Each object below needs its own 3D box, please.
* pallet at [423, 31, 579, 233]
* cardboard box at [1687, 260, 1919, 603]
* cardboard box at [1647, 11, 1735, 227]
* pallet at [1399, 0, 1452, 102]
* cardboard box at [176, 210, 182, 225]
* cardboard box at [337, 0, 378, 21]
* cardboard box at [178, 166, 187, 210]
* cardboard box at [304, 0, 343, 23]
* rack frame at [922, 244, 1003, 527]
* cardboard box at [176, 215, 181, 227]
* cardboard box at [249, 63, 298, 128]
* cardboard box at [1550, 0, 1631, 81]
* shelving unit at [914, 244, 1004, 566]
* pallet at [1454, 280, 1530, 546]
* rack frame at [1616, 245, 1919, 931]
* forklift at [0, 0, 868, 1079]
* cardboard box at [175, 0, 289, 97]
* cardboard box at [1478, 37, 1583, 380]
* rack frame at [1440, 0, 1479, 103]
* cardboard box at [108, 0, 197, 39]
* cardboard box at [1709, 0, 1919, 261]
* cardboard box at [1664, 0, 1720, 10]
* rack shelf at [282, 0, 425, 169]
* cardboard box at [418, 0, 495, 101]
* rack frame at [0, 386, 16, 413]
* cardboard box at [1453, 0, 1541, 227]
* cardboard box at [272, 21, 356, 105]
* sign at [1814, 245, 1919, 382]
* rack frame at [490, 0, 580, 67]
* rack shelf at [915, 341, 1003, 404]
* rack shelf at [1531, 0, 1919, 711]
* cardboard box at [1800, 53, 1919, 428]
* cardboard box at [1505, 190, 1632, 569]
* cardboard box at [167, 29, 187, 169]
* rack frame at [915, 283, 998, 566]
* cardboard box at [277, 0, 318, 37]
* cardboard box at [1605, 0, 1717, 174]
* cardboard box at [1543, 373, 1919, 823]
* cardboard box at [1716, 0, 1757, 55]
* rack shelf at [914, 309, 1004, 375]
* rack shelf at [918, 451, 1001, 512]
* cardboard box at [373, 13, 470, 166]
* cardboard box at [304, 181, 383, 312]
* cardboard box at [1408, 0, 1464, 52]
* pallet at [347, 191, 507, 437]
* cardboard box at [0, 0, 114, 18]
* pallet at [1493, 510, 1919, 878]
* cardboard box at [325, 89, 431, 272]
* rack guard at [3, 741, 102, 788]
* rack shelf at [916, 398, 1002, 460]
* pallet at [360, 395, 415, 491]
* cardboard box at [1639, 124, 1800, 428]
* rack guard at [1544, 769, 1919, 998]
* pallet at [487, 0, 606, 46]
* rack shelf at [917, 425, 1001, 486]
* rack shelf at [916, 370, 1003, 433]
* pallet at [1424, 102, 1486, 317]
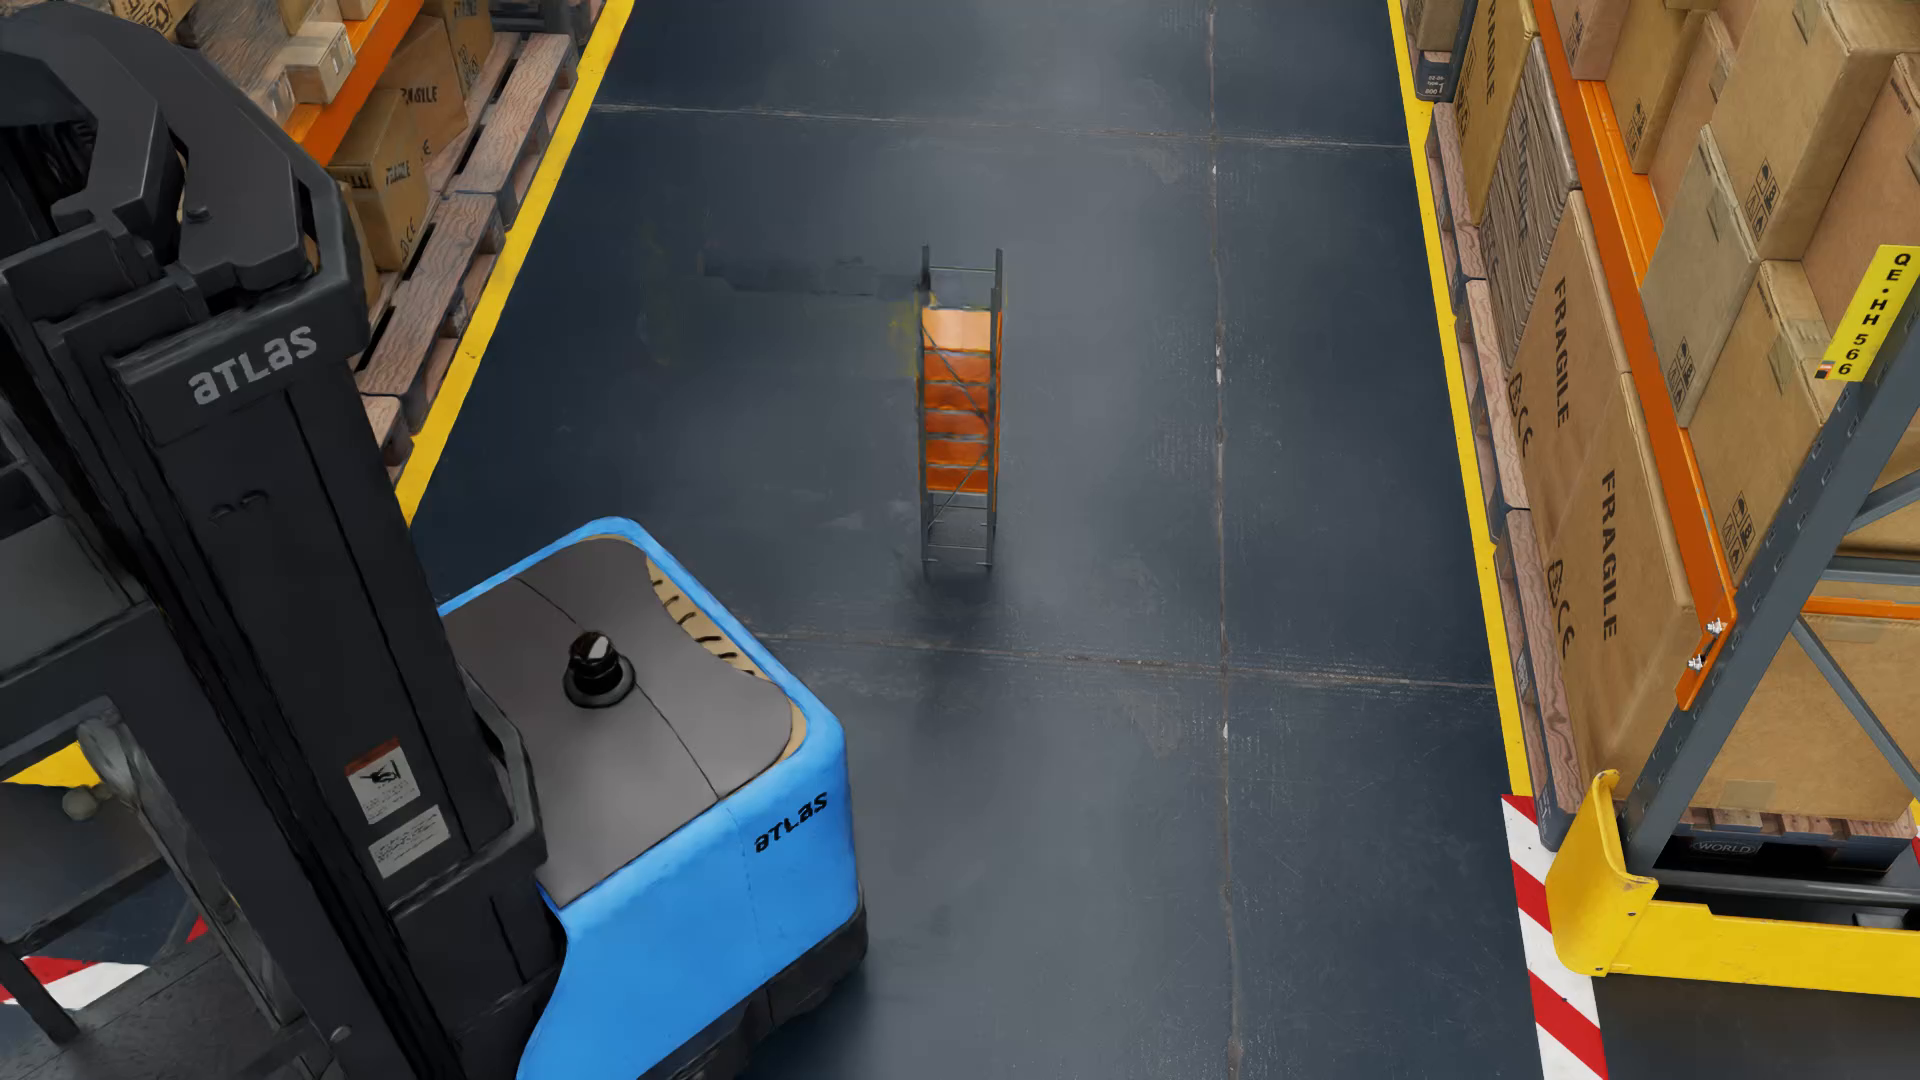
[{"bbox_3d":[-2.317,-1.819,7.271,1.003,0.211,1.213,4,48,4],"label":"pallet"},{"bbox_3d":[2.263,-0.235,3.831,0.875,0.550,0.550,4,48,4],"label":"cardboard box"},{"bbox_3d":[2.468,-1.044,4.570,0.875,0.550,0.550,4,48,4],"label":"cardboard box"},{"bbox_3d":[2.634,-2.479,7.875,1.003,0.211,1.213,4,48,4],"label":"pallet"},{"bbox_3d":[-2.313,-0.791,4.611,0.380,0.149,0.250,4,48,4],"label":"cardboard box"},{"bbox_3d":[-2.169,-1.892,5.618,0.380,0.149,0.250,4,48,4],"label":"cardboard box"},{"bbox_3d":[-2.311,-0.976,4.780,0.380,0.149,0.250,4,48,4],"label":"cardboard box"},{"bbox_3d":[-2.268,-1.714,5.455,0.380,0.149,0.250,4,48,4],"label":"cardboard box"},{"bbox_3d":[0.007,-0.462,5.359,0.240,1.200,0.006,4,48,4],"label":"rack frame"},{"bbox_3d":[-2.578,-0.853,4.228,0.875,0.500,0.500,4,48,4],"label":"cardboard box"},{"bbox_3d":[-2.285,-1.344,5.117,0.380,0.149,0.250,4,48,4],"label":"cardboard box"},{"bbox_3d":[2.423,-1.832,5.292,0.875,0.550,0.550,4,48,4],"label":"cardboard box"},{"bbox_3d":[-0.001,-0.394,5.298,0.258,1.200,0.189,4,48,4],"label":"shelving unit"},{"bbox_3d":[2.383,-0.455,6.023,1.003,0.211,1.213,4,48,4],"label":"pallet"},{"bbox_3d":[2.274,0.091,3.634,1.000,3.000,0.127,4,48,4],"label":"rack frame"},{"bbox_3d":[-1.698,0.631,3.186,3.031,2.935,1.130,-33,55,-26],"label":"forklift"},{"bbox_3d":[-2.564,-1.593,4.905,0.875,0.500,0.500,4,48,4],"label":"cardboard box"},{"bbox_3d":[2.434,-1.153,5.927,0.875,0.875,0.875,4,48,4],"label":"cardboard box"},{"bbox_3d":[2.639,-2.848,6.322,1.000,3.000,0.127,4,48,4],"label":"rack frame"},{"bbox_3d":[-2.282,-1.541,4.180,0.500,0.500,0.500,4,48,4],"label":"cardboard box"},{"bbox_3d":[2.305,-1.005,3.803,0.875,0.550,0.550,4,48,4],"label":"cardboard box"},{"bbox_3d":[2.410,-1.805,4.535,0.875,0.550,0.500,4,48,4],"label":"cardboard box"},{"bbox_3d":[-2.474,-1.544,5.617,1.077,0.370,4.000,4,48,4],"label":"rack shelf"},{"bbox_3d":[-2.368,-2.263,7.196,0.500,0.500,0.500,3,48,2],"label":"cardboard box"},{"bbox_3d":[-2.656,-0.317,4.007,1.000,3.000,0.127,4,48,4],"label":"rack frame"},{"bbox_3d":[2.512,-1.816,6.533,0.875,0.875,0.875,5,48,4],"label":"cardboard box"},{"bbox_3d":[-2.159,-1.521,5.279,0.380,0.149,0.250,4,48,4],"label":"cardboard box"},{"bbox_3d":[1.735,-0.426,3.162,0.100,0.325,0.005,4,48,4],"label":"sign"},{"bbox_3d":[-2.291,-3.256,6.695,1.000,3.000,0.127,4,48,4],"label":"rack frame"},{"bbox_3d":[-0.001,-0.526,5.153,0.258,0.103,0.180,4,48,4],"label":"rack shelf"},{"bbox_3d":[2.457,-1.136,5.244,1.077,0.370,4.000,4,48,4],"label":"rack shelf"},{"bbox_3d":[2.347,-0.594,3.427,0.875,0.550,0.550,4,48,4],"label":"cardboard box"},{"bbox_3d":[2.348,-0.483,5.314,0.875,0.875,0.875,3,48,3],"label":"cardboard box"},{"bbox_3d":[-2.652,-1.229,4.572,0.875,0.500,0.500,4,48,4],"label":"cardboard box"},{"bbox_3d":[-0.010,-0.327,5.236,0.240,1.200,0.006,4,48,4],"label":"rack frame"},{"bbox_3d":[-2.506,-1.960,5.240,0.875,0.500,0.500,4,48,4],"label":"cardboard box"},{"bbox_3d":[2.475,-1.436,4.929,0.875,0.550,0.500,4,48,4],"label":"cardboard box"},{"bbox_3d":[2.270,0.164,4.723,0.875,0.875,0.875,4,48,4],"label":"cardboard box"},{"bbox_3d":[2.491,-1.407,4.171,0.875,0.550,0.550,4,48,4],"label":"cardboard box"},{"bbox_3d":[-0.001,-0.607,5.065,0.258,0.103,0.180,4,48,4],"label":"rack shelf"},{"bbox_3d":[-0.001,-0.202,5.507,0.258,0.103,0.180,4,48,4],"label":"rack shelf"},{"bbox_3d":[-2.412,-1.842,6.811,0.500,0.500,0.500,18,50,16],"label":"cardboard box"},{"bbox_3d":[-2.486,-0.973,6.017,0.500,0.500,0.500,8,48,7],"label":"cardboard box"},{"bbox_3d":[2.606,-2.693,7.420,1.050,0.750,0.750,4,48,3],"label":"cardboard box"},{"bbox_3d":[-2.426,-0.920,6.449,1.003,0.211,1.213,4,48,4],"label":"pallet"},{"bbox_3d":[-2.334,-1.174,3.844,0.500,0.500,0.500,4,48,4],"label":"cardboard box"},{"bbox_3d":[2.269,0.439,5.205,1.003,0.211,1.213,4,48,4],"label":"pallet"},{"bbox_3d":[-2.391,-1.380,6.389,0.500,0.500,0.500,0,48,0],"label":"cardboard box"},{"bbox_3d":[-2.649,0.471,4.980,1.175,0.500,0.348,4,48,4],"label":"rack guard"},{"bbox_3d":[-0.001,-0.364,5.330,0.258,0.103,0.180,4,48,4],"label":"rack shelf"},{"bbox_3d":[-2.540,-0.026,5.631,1.003,0.211,1.213,4,48,4],"label":"pallet"},{"bbox_3d":[2.291,-0.641,4.202,0.875,0.550,0.550,4,48,4],"label":"cardboard box"},{"bbox_3d":[2.272,0.952,4.540,1.175,0.500,0.348,4,48,4],"label":"rack guard"},{"bbox_3d":[-2.222,-2.887,8.248,1.003,0.211,1.213,4,48,4],"label":"pallet"},{"bbox_3d":[-0.001,-0.283,5.419,0.258,0.103,0.180,4,48,4],"label":"rack shelf"},{"bbox_3d":[-0.001,-0.445,5.242,0.258,0.103,0.180,4,48,4],"label":"rack shelf"},{"bbox_3d":[2.492,-1.354,6.845,1.003,0.211,1.213,4,48,4],"label":"pallet"}]
